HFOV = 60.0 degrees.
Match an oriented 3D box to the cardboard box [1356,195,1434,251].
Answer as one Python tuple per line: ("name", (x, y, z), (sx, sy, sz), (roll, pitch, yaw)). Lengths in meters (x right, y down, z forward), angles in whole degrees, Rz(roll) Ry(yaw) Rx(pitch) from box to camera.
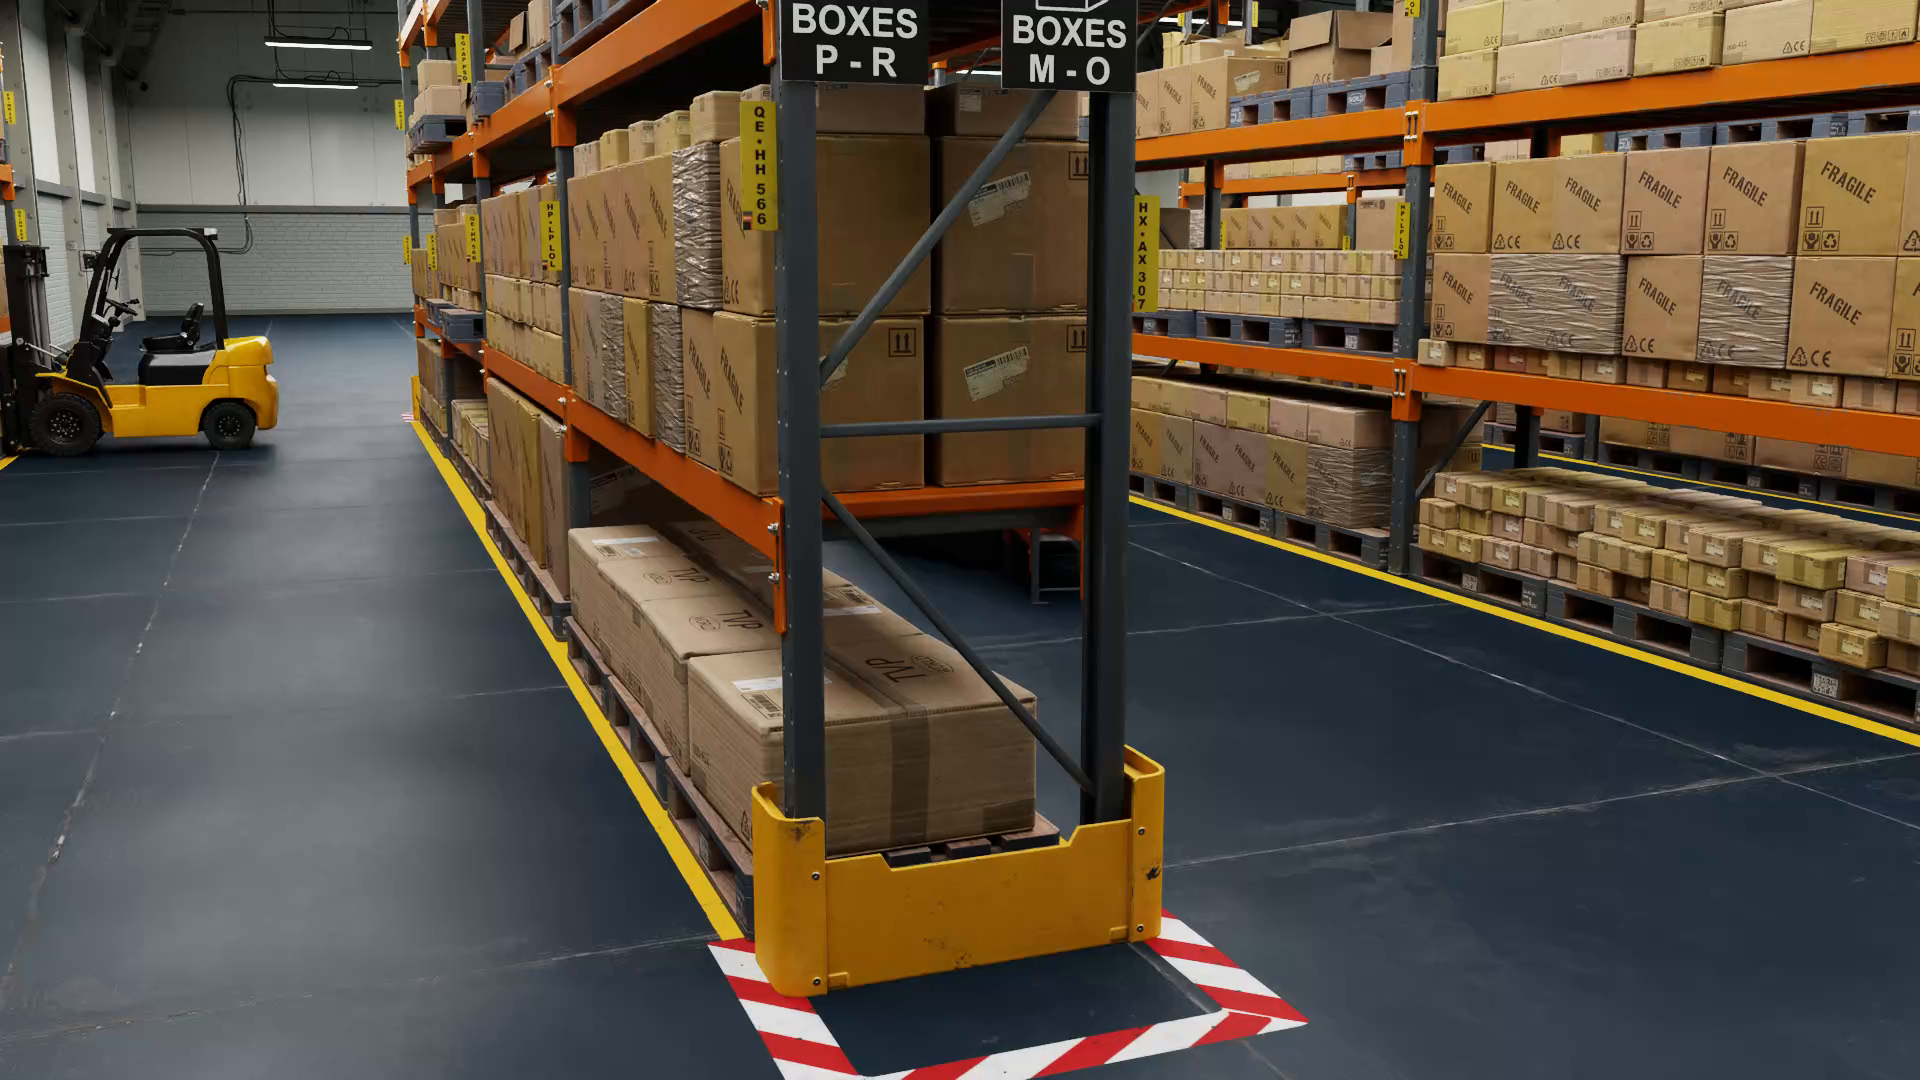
("cardboard box", (5.042, -3.259, 18.266), (1.000, 1.000, 1.000), (-4, 11, -21))

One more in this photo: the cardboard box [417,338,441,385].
("cardboard box", (-5.758, -1.989, 18.547), (0.500, 0.500, 0.500), (-4, 11, -23))

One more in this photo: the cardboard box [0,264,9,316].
("cardboard box", (-9.824, -2.504, 16.649), (0.500, 0.500, 0.500), (-4, 11, -19))

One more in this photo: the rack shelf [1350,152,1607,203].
("rack shelf", (5.609, -3.692, 17.099), (1.077, 0.370, 4.000), (-4, 11, -21))

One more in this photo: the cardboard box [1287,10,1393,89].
("cardboard box", (2.687, -3.287, 11.272), (0.797, 0.503, 0.637), (-4, 11, -22))

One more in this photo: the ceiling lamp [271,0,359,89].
("ceiling lamp", (-16.058, -12.828, 41.175), (2.000, 3.185, 0.800), (-4, 11, -21))

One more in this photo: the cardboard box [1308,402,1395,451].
("cardboard box", (2.619, -0.742, 10.826), (0.500, 0.250, 0.500), (-4, 11, -22))

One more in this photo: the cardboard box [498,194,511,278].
("cardboard box", (-2.590, -1.894, 10.360), (0.500, 0.500, 0.500), (-4, 11, -19))

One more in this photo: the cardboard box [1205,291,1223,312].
("cardboard box", (2.042, -1.767, 12.305), (0.380, 0.149, 0.250), (-4, 11, -19))

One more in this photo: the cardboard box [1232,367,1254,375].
("cardboard box", (3.894, -2.326, 21.872), (0.500, 0.500, 0.500), (-1, 10, -6))

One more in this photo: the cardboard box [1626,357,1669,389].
("cardboard box", (3.585, -0.848, 8.341), (0.380, 0.149, 0.250), (-3, 11, -19))

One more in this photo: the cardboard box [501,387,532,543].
("cardboard box", (-2.410, -0.511, 10.594), (0.875, 0.875, 0.875), (-4, 11, -20))

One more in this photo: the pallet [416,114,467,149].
("pallet", (-3.849, -3.375, 13.797), (1.213, 0.211, 1.003), (-4, 11, -21))

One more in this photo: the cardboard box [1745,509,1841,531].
("cardboard box", (4.205, -0.055, 8.409), (0.380, 0.149, 0.250), (-4, 11, -20))

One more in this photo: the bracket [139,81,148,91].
("bracket", (-22.564, -12.533, 45.905), (0.235, 0.232, 0.430), (-4, 11, -21))

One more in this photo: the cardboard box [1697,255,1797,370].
("cardboard box", (3.797, -1.058, 7.668), (0.500, 0.500, 0.500), (-4, 11, -21))

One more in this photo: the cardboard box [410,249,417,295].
("cardboard box", (-5.888, -3.020, 18.701), (0.500, 0.500, 0.500), (-4, 11, -22))

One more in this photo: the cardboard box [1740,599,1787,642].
("cardboard box", (3.884, 0.362, 7.762), (0.380, 0.149, 0.250), (-4, 11, -20))

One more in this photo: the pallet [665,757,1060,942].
("pallet", (-0.366, 0.939, 5.537), (1.003, 0.211, 1.213), (-4, 11, -21))

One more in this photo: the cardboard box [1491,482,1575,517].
("cardboard box", (3.238, -0.231, 9.399), (0.380, 0.149, 0.250), (-4, 11, -22))

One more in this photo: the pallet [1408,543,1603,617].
("pallet", (3.401, 0.189, 9.757), (1.003, 0.211, 1.213), (-4, 11, -21))

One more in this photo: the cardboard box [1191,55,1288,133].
("cardboard box", (2.008, -3.198, 11.983), (0.500, 0.500, 0.500), (-4, 11, -21))

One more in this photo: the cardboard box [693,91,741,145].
("cardboard box", (-0.606, -1.292, 5.123), (0.380, 0.149, 0.250), (-4, 11, -21))

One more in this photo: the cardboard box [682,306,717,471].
("cardboard box", (-0.593, -0.502, 5.392), (0.500, 0.500, 0.500), (-4, 11, -22))

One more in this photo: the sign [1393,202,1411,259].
("sign", (2.608, -1.826, 9.814), (0.100, 0.325, 0.005), (-4, 11, -21))

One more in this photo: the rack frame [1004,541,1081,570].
("rack frame", (0.523, -0.376, 10.322), (0.500, 1.125, 0.032), (-1, 10, -7))

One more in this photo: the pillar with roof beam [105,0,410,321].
("pillar with roof beam", (-17.873, -10.557, 45.074), (9.100, 9.000, 0.548), (-4, 11, -21))

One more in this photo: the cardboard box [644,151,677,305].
("cardboard box", (-0.793, -1.078, 5.772), (0.500, 0.500, 0.500), (-4, 11, -21))

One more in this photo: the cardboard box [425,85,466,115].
("cardboard box", (-4.126, -3.592, 13.714), (0.500, 0.250, 0.500), (-4, 11, -22))

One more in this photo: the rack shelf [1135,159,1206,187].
("rack shelf", (0.950, -3.394, 15.422), (1.077, 0.370, 4.000), (-4, 11, -21))

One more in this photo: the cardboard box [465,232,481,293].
("cardboard box", (-3.326, -2.073, 12.174), (0.500, 0.500, 0.500), (-4, 11, -23))

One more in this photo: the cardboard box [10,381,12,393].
("cardboard box", (-9.402, -1.396, 15.929), (0.500, 0.250, 0.500), (-4, 11, -21))

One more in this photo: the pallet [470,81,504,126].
("pallet", (-2.619, -2.896, 11.110), (1.213, 0.211, 1.003), (-3, 11, -18))

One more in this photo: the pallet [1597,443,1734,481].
("pallet", (6.550, -0.736, 14.958), (1.003, 0.211, 1.213), (-4, 11, -21))

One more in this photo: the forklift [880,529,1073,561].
("forklift", (-0.431, -1.512, 11.551), (1.130, 2.935, 3.031), (-9, 13, -40))

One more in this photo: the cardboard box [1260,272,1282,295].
("cardboard box", (2.315, -1.789, 11.579), (0.380, 0.149, 0.250), (-4, 11, -21))

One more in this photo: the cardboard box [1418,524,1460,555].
("cardboard box", (2.957, -0.015, 9.881), (0.380, 0.149, 0.250), (-4, 11, -23))

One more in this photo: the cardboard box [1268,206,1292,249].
("cardboard box", (4.102, -3.803, 20.244), (0.500, 0.500, 0.500), (-4, 11, -21))

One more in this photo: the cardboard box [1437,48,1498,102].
("cardboard box", (3.046, -2.602, 9.348), (0.500, 0.250, 0.500), (-3, 11, -18))

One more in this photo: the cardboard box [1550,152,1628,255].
("cardboard box", (3.416, -1.723, 8.549), (0.500, 0.500, 0.500), (-4, 11, -20))

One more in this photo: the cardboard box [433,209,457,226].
("cardboard box", (-4.511, -2.889, 14.912), (0.380, 0.149, 0.250), (-4, 11, -21))

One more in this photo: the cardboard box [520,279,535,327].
("cardboard box", (-2.220, -1.355, 9.474), (0.500, 0.250, 0.500), (-4, 11, -20))

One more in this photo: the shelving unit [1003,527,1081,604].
("shelving unit", (0.586, -0.288, 9.826), (0.538, 1.125, 1.048), (-1, 10, -7))

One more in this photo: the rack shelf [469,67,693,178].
("rack shelf", (-2.177, -2.410, 9.893), (1.077, 0.370, 4.000), (-4, 11, -21))

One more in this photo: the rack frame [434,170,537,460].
("rack frame", (-4.352, -2.267, 15.599), (1.000, 3.000, 0.127), (-4, 11, -21))

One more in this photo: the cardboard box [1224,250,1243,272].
("cardboard box", (2.139, -2.018, 12.021), (0.380, 0.149, 0.250), (-4, 11, -19))

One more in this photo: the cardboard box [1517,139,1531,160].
("cardboard box", (5.741, -3.788, 16.013), (0.500, 0.250, 0.500), (-4, 11, -21))

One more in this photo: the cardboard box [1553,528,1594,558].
("cardboard box", (3.427, 0.002, 8.936), (0.380, 0.149, 0.250), (-3, 11, -18))

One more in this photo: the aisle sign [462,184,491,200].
("aisle sign", (-5.553, -4.228, 19.202), (0.394, 0.787, 0.004), (-4, 11, -21))

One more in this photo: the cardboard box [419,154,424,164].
("cardboard box", (-5.378, -3.947, 17.197), (0.380, 0.149, 0.250), (-4, 11, -22))

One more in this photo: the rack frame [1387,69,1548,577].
("rack frame", (3.124, -1.292, 10.116), (1.000, 3.000, 0.127), (-4, 11, -21))

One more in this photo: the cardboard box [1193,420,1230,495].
("cardboard box", (2.069, -0.624, 12.299), (0.500, 0.500, 0.500), (-4, 11, -22))

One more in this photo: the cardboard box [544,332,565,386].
("cardboard box", (-1.850, -0.944, 8.592), (0.500, 0.250, 0.500), (-4, 11, -22))

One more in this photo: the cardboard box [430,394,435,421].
("cardboard box", (-5.199, -1.369, 17.203), (0.500, 0.250, 0.500), (-4, 11, -20))

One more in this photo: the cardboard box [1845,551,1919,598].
("cardboard box", (4.108, 0.150, 7.253), (0.380, 0.149, 0.250), (-4, 11, -20))
